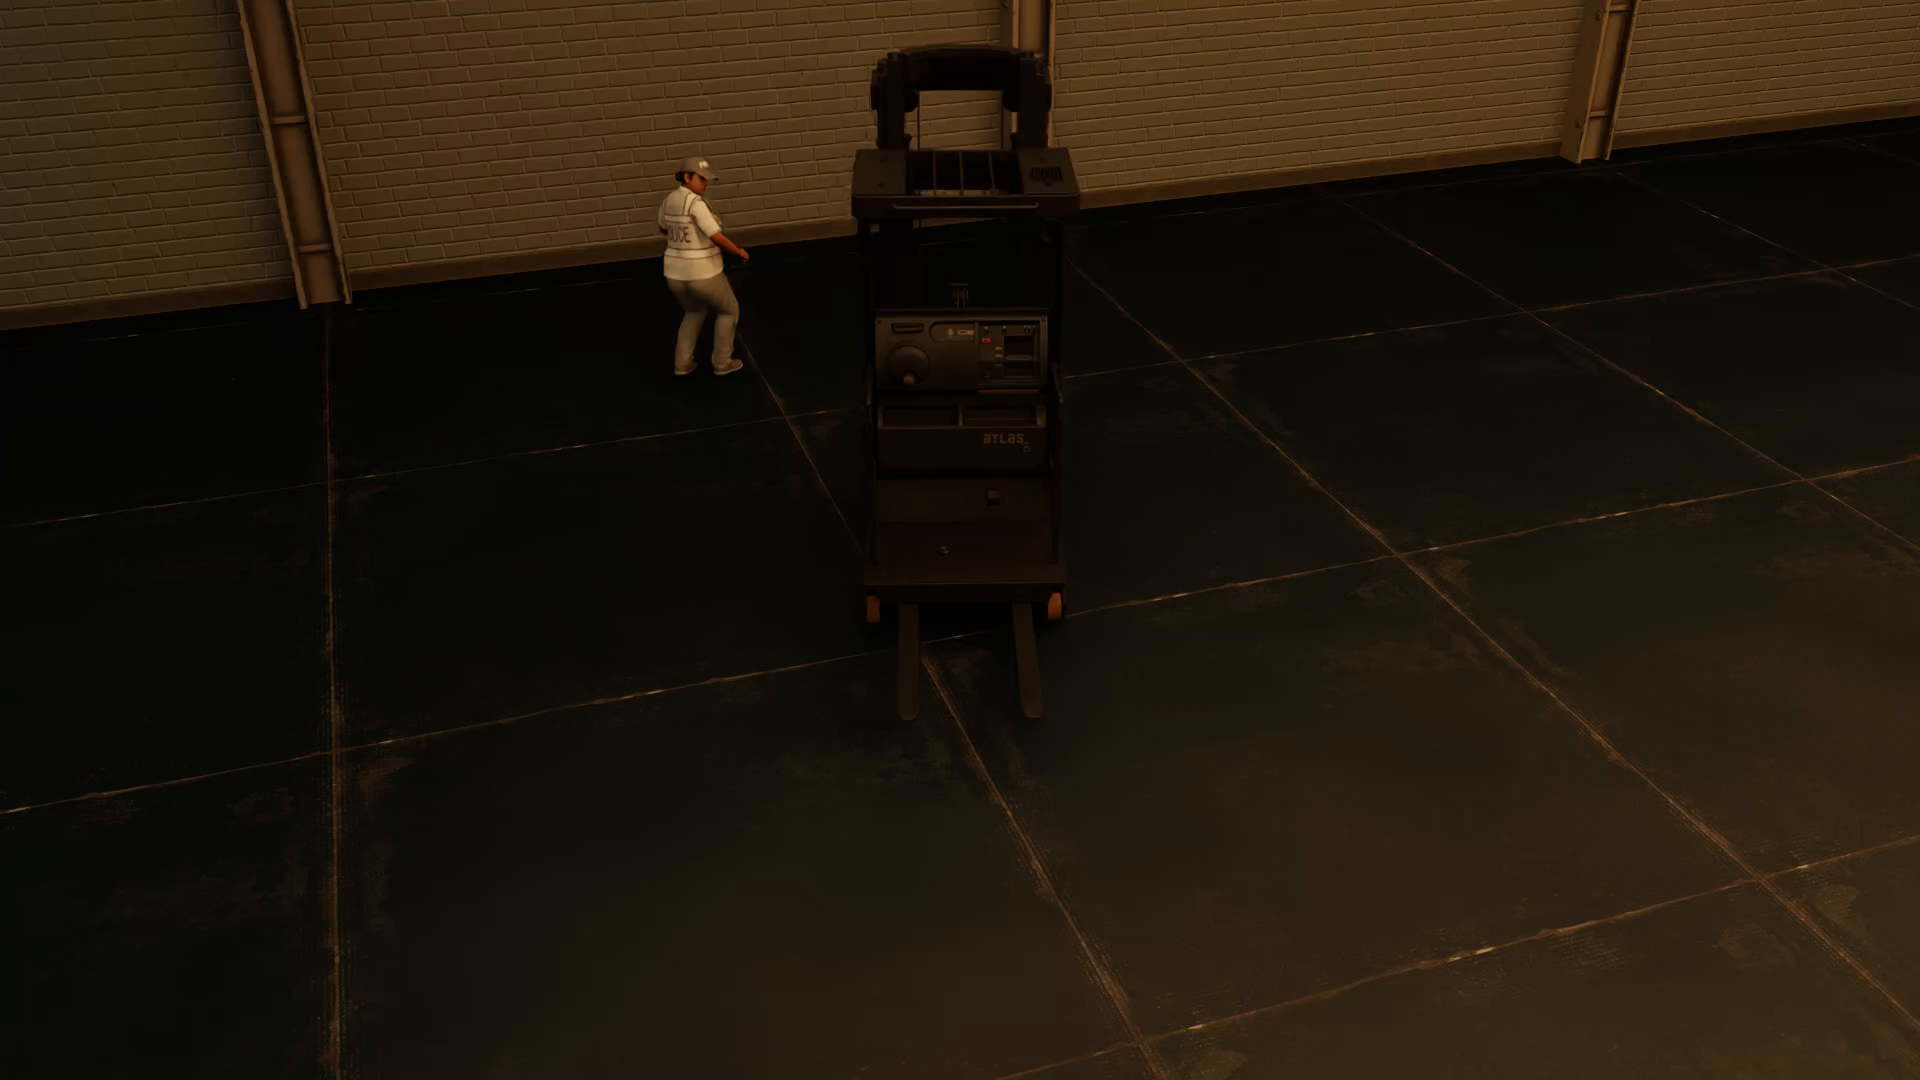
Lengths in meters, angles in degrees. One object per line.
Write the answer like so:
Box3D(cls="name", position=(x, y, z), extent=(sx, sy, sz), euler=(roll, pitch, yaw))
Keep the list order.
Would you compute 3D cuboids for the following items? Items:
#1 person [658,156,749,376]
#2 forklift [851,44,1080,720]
Box3D(cls="person", position=(-1.839, -1.911, 11.783), extent=(0.720, 1.619, 0.597), euler=(20, 35, 30))
Box3D(cls="forklift", position=(0.016, -0.966, 8.766), extent=(1.130, 2.935, 3.031), euler=(-1, 30, -1))
